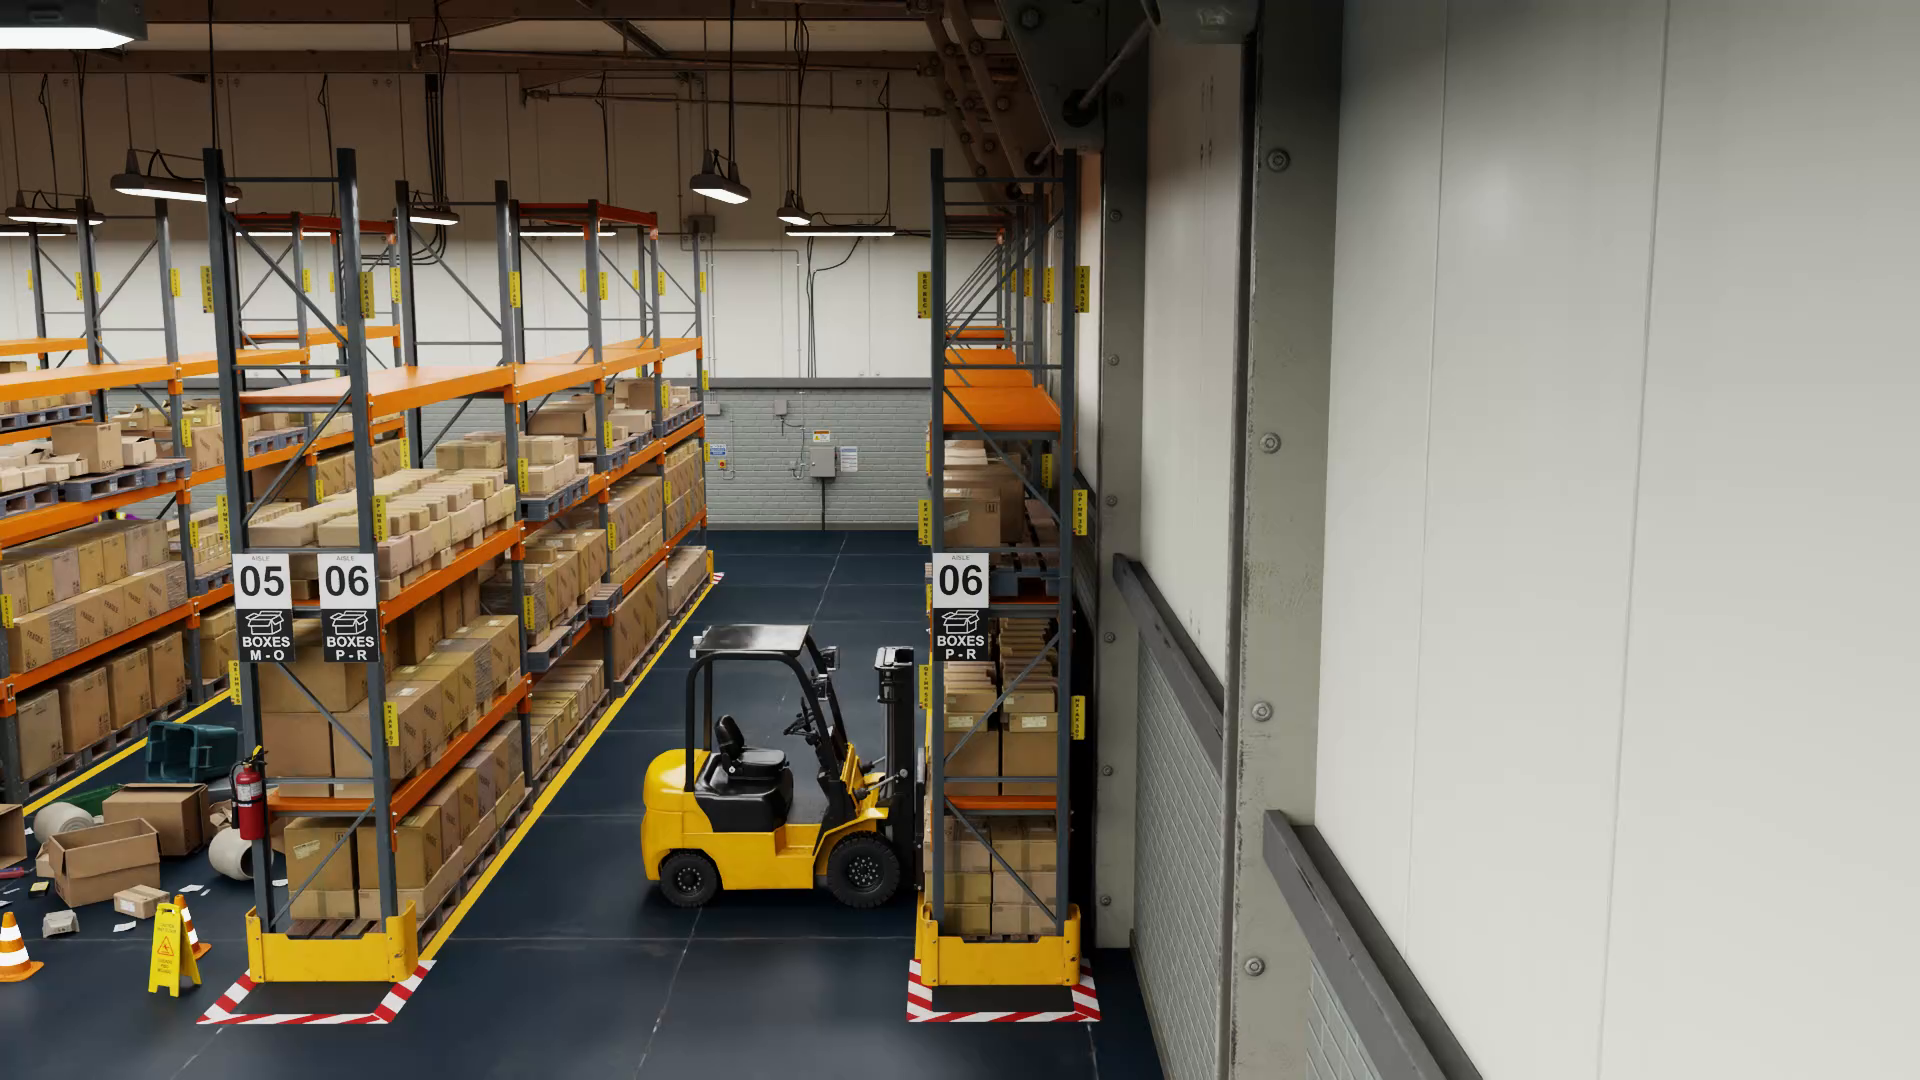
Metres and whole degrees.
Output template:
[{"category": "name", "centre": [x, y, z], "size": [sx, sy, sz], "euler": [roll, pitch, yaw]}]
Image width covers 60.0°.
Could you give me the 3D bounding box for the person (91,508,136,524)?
[{"category": "person", "centre": [-12.970, 0.225, 25.504], "size": [0.674, 1.816, 0.799], "euler": [0, 9, -2]}]

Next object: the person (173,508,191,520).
[{"category": "person", "centre": [-11.481, 0.385, 24.581], "size": [0.671, 1.750, 0.563], "euler": [0, 9, 0]}]
